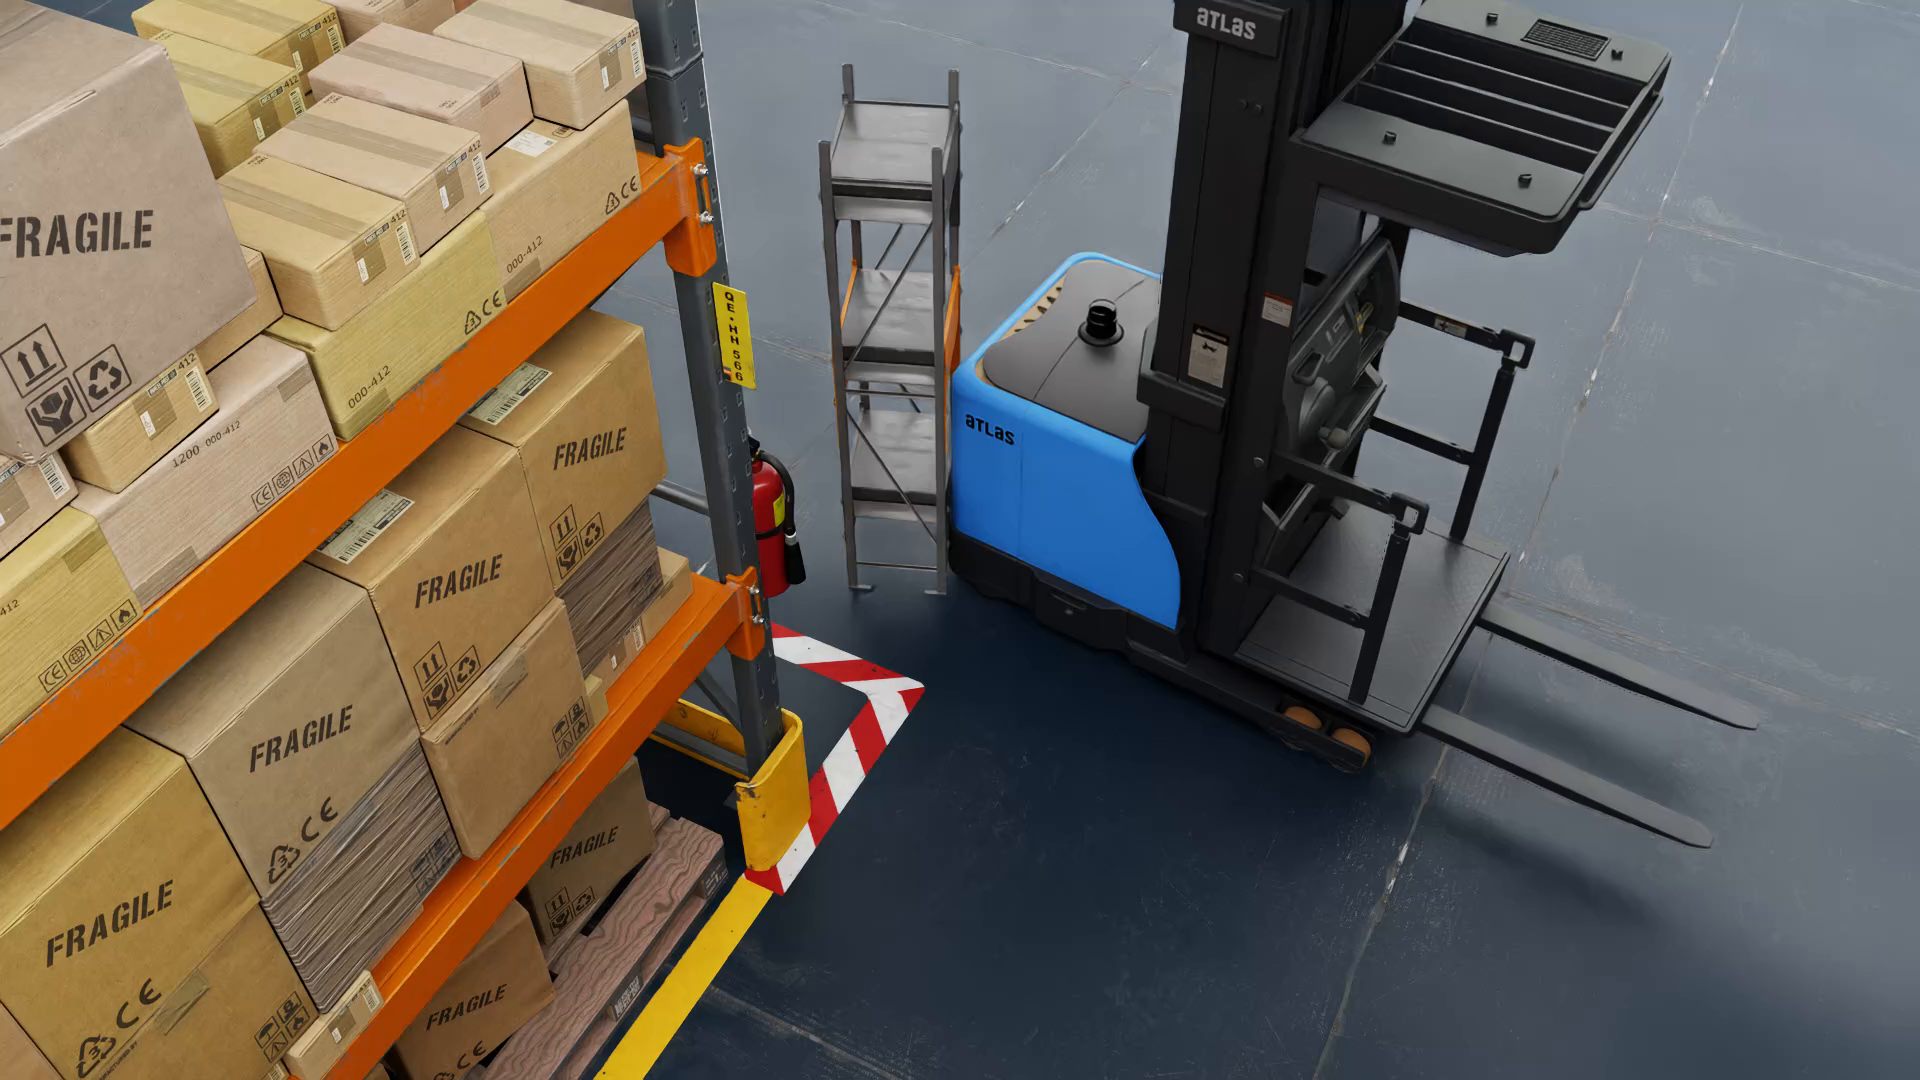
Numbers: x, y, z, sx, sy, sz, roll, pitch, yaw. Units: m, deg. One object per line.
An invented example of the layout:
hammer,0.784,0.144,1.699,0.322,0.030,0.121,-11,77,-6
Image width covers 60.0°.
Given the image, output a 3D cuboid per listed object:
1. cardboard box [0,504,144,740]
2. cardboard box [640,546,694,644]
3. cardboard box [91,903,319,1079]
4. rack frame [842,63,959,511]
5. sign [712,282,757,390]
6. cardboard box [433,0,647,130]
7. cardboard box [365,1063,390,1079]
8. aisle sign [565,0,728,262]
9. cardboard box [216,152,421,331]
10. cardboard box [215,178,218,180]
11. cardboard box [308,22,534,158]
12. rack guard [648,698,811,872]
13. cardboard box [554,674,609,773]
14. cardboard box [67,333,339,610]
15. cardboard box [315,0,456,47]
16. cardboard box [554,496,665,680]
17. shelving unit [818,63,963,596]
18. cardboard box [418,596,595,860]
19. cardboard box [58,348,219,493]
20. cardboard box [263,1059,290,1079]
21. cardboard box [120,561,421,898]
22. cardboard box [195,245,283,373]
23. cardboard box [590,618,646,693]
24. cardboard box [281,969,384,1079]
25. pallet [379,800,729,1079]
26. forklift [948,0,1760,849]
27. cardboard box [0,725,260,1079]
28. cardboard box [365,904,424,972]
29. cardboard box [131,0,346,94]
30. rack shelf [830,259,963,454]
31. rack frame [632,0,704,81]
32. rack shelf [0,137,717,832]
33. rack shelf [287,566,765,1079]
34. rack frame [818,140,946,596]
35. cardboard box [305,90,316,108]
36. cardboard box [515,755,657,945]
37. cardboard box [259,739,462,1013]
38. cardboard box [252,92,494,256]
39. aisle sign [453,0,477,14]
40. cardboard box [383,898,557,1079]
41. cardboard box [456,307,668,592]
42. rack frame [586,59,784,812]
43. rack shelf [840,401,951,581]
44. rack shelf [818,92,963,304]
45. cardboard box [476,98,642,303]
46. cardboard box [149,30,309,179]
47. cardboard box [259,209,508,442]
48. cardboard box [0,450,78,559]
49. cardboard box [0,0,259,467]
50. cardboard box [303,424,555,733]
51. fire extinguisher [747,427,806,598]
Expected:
cardboard box,-1.782,0.124,2.795,0.500,0.250,0.500,20,49,18
cardboard box,-1.029,0.120,4.979,0.380,0.149,0.250,20,49,19
cardboard box,-1.998,0.948,3.704,0.875,0.500,0.500,20,49,19
rack frame,-0.203,-0.874,6.417,0.400,2.100,0.015,4,46,4
sign,-0.598,-0.538,4.417,0.100,0.325,0.005,20,49,19
cardboard box,-0.932,-1.080,3.704,0.380,0.149,0.250,20,49,19
cardboard box,-1.939,1.679,4.724,0.500,0.500,0.500,25,50,23
aisle sign,-0.786,-1.070,4.151,0.394,0.787,0.004,20,49,19
cardboard box,-1.283,-0.580,3.210,0.380,0.149,0.250,21,49,19
cardboard box,-1.767,-0.673,3.582,0.500,0.250,0.500,19,48,18
cardboard box,-1.157,-0.955,3.581,0.380,0.149,0.250,19,48,18
rack guard,-1.115,0.711,5.976,1.175,0.500,0.348,20,49,19
cardboard box,-1.217,0.452,4.651,0.380,0.149,0.250,20,49,19
cardboard box,-1.553,-0.195,3.110,0.500,0.250,0.500,21,49,20
cardboard box,-1.413,-1.261,3.883,0.380,0.149,0.250,20,49,19
cardboard box,-1.360,-0.018,4.660,0.875,0.500,0.500,20,49,19
shelving unit,-0.229,-0.701,6.246,0.431,2.100,0.503,4,46,4
cardboard box,-1.485,0.336,4.309,0.875,0.500,0.500,20,49,19
cardboard box,-1.543,-0.263,2.897,0.380,0.149,0.250,18,48,17
cardboard box,-1.810,1.234,3.878,0.380,0.149,0.250,20,49,19
cardboard box,-1.578,0.352,3.591,0.500,0.500,0.500,20,49,19
cardboard box,-1.508,-0.465,3.097,0.380,0.149,0.250,21,49,20
cardboard box,-1.146,0.277,4.824,0.380,0.149,0.250,20,49,19
cardboard box,-1.633,1.100,4.011,0.380,0.149,0.250,20,49,19
pallet,-1.524,1.312,5.585,1.003,0.211,1.213,20,49,19
forklift,1.467,-0.603,5.565,3.031,2.935,1.130,25,50,22
cardboard box,-1.817,0.664,3.282,0.500,0.500,0.500,20,49,19
cardboard box,-1.595,0.913,4.195,0.380,0.149,0.250,20,49,19
cardboard box,-1.619,-1.129,3.753,0.380,0.149,0.250,21,49,20
rack shelf,-0.229,-0.691,6.256,0.431,0.518,0.480,4,46,4
rack frame,-1.080,-2.325,3.001,1.000,3.000,0.127,20,49,19
rack shelf,-2.008,0.242,3.078,1.077,0.370,4.000,20,49,19
rack shelf,-2.008,1.297,4.145,1.077,0.370,4.000,20,49,19
rack frame,-0.256,-0.529,6.076,0.400,2.100,0.015,4,46,4
cardboard box,-1.533,-1.000,3.905,0.500,0.250,0.500,22,49,20
cardboard box,-1.385,0.903,5.491,0.500,0.500,0.500,29,52,26
cardboard box,-1.756,0.637,4.012,0.875,0.500,0.500,20,49,19
cardboard box,-1.187,-0.746,3.374,0.380,0.149,0.250,18,48,17
aisle sign,-1.317,-1.268,4.346,0.394,0.787,0.004,20,49,19
cardboard box,-1.632,1.291,5.107,0.500,0.500,0.500,33,54,29
cardboard box,-1.116,-0.279,4.214,0.500,0.500,0.500,20,49,19
rack frame,-1.080,-0.216,5.134,1.000,3.000,0.127,20,49,19
rack shelf,-0.229,-0.199,6.754,0.431,0.518,0.480,4,46,4
rack shelf,-0.229,-1.184,5.758,0.431,0.518,0.480,4,46,4
cardboard box,-1.079,-0.830,3.738,0.500,0.250,0.500,22,49,20
cardboard box,-1.627,-0.930,3.556,0.380,0.149,0.250,20,49,18
cardboard box,-1.308,-0.515,3.426,0.500,0.250,0.500,21,49,19
cardboard box,-1.711,-0.105,2.741,0.380,0.149,0.250,18,48,17
cardboard box,-1.575,-0.526,2.701,0.500,0.500,0.500,20,49,19
cardboard box,-1.343,0.038,3.901,0.500,0.500,0.500,20,49,19
fire extinguisher,-0.619,-0.109,5.083,0.296,0.674,0.183,20,49,19
